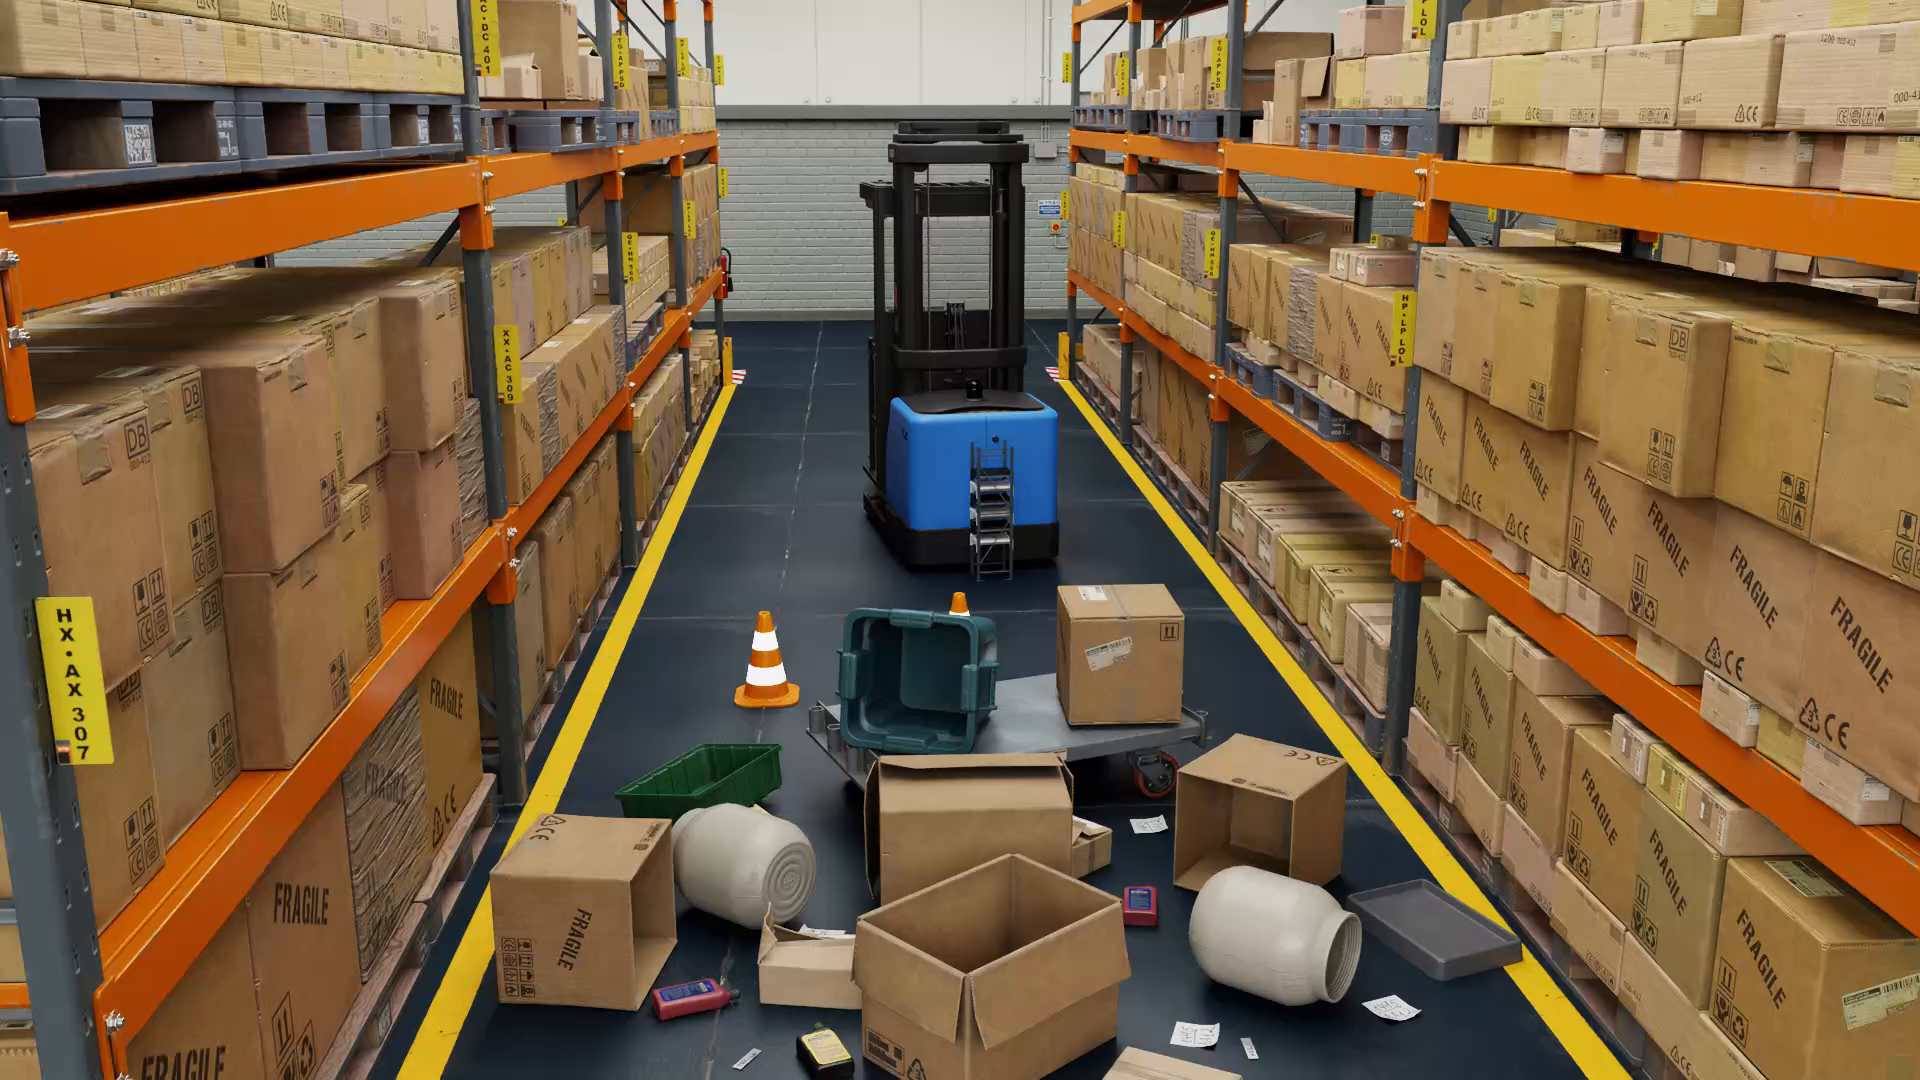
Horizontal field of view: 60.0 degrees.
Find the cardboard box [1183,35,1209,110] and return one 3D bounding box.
[{"bbox_3d":[1.991,-3.311,11.812,0.700,0.500,0.500,-2,15,-6],"label":"cardboard box"}]

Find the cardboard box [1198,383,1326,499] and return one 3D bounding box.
[{"bbox_3d":[2.282,-0.711,12.190,0.875,0.875,0.875,-1,14,-4],"label":"cardboard box"}]

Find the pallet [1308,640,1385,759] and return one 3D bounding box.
[{"bbox_3d":[2.440,0.788,8.539,1.003,0.211,1.213,-1,14,-3],"label":"pallet"}]

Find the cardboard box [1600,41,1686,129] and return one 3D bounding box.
[{"bbox_3d":[2.336,-1.401,5.134,0.500,0.250,0.500,-1,14,-3],"label":"cardboard box"}]

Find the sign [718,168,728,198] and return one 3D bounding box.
[{"bbox_3d":[-2.633,-3.969,18.474,0.100,0.325,0.005,-1,14,-3],"label":"sign"}]

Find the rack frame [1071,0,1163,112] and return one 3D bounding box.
[{"bbox_3d":[1.746,-6.258,18.291,1.000,3.000,0.127,-1,14,-3],"label":"rack frame"}]

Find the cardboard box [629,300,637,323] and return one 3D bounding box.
[{"bbox_3d":[-2.571,-1.659,12.115,0.380,0.149,0.250,0,14,-1],"label":"cardboard box"}]

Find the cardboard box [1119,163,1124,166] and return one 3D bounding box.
[{"bbox_3d":[1.968,-4.114,18.485,0.380,0.149,0.250,-1,14,-3],"label":"cardboard box"}]

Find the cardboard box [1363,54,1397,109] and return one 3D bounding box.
[{"bbox_3d":[2.282,-2.221,8.077,0.500,0.250,0.500,-1,14,-3],"label":"cardboard box"}]

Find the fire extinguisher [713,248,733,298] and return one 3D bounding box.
[{"bbox_3d":[-2.743,-3.103,18.971,0.296,0.674,0.183,-1,14,-3],"label":"fire extinguisher"}]

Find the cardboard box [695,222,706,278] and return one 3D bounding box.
[{"bbox_3d":[-2.753,-2.825,16.188,0.500,0.500,0.500,-1,14,-5],"label":"cardboard box"}]

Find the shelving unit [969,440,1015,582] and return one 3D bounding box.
[{"bbox_3d":[0.209,-0.192,10.968,0.258,0.900,0.210,-3,15,-11],"label":"shelving unit"}]

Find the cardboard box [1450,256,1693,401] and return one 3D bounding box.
[{"bbox_3d":[2.310,-0.805,6.332,0.700,0.500,0.500,-1,14,-3],"label":"cardboard box"}]

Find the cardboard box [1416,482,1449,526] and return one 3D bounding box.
[{"bbox_3d":[2.189,-0.164,7.147,0.380,0.149,0.250,-1,14,-4],"label":"cardboard box"}]

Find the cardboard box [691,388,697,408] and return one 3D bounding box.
[{"bbox_3d":[-2.644,-1.318,15.413,0.380,0.149,0.250,0,14,-1],"label":"cardboard box"}]

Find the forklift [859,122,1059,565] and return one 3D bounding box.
[{"bbox_3d":[-0.127,-1.573,12.259,1.130,2.935,3.031,-3,15,-11],"label":"forklift"}]

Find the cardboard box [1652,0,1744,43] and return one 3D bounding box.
[{"bbox_3d":[2.293,-1.551,4.920,0.380,0.149,0.250,-1,14,-2],"label":"cardboard box"}]

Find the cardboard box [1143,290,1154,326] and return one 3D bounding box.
[{"bbox_3d":[1.807,-1.916,13.753,0.500,0.250,0.500,-1,14,-4],"label":"cardboard box"}]

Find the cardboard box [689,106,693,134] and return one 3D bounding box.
[{"bbox_3d":[-2.746,-3.880,15.369,0.500,0.250,0.500,-1,14,-4],"label":"cardboard box"}]

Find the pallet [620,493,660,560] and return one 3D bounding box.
[{"bbox_3d":[-2.740,-0.106,12.014,1.003,0.211,1.213,-1,14,-3],"label":"pallet"}]

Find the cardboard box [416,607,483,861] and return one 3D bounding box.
[{"bbox_3d":[-2.476,0.716,6.645,0.875,0.875,0.875,-1,14,-3],"label":"cardboard box"}]

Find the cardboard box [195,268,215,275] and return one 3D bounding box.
[{"bbox_3d":[-7.751,-2.773,16.487,0.500,0.250,0.500,-1,14,-3],"label":"cardboard box"}]

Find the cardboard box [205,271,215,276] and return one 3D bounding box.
[{"bbox_3d":[-7.700,-2.615,16.673,0.380,0.149,0.250,-1,14,-2],"label":"cardboard box"}]

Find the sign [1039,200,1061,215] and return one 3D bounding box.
[{"bbox_3d":[1.321,-4.900,24.510,0.327,0.218,0.001,-1,14,-3],"label":"sign"}]

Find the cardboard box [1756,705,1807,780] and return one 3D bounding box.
[{"bbox_3d":[2.380,0.533,4.440,0.380,0.149,0.250,-1,14,-4],"label":"cardboard box"}]

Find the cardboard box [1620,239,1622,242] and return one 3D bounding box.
[{"bbox_3d":[7.082,-3.010,17.410,0.500,0.250,0.500,-1,14,-4],"label":"cardboard box"}]

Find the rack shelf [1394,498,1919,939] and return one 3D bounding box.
[{"bbox_3d":[2.613,0.477,5.595,1.077,0.370,4.000,-1,14,-3],"label":"rack shelf"}]

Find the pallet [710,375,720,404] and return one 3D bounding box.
[{"bbox_3d":[-3.169,-1.679,18.130,1.003,0.211,1.213,-1,14,-3],"label":"pallet"}]

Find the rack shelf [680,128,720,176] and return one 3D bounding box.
[{"bbox_3d":[-3.064,-3.858,16.426,1.077,0.370,4.000,-1,14,-3],"label":"rack shelf"}]

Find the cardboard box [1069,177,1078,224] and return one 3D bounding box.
[{"bbox_3d":[1.491,-3.762,18.420,0.500,0.500,0.500,-1,14,-5],"label":"cardboard box"}]

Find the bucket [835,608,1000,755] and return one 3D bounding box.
[{"bbox_3d":[-0.135,0.580,7.270,0.726,0.611,0.620,4,5,16],"label":"bucket"}]

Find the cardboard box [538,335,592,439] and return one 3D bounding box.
[{"bbox_3d":[-2.300,-0.827,9.018,0.500,0.500,0.500,-1,14,-3],"label":"cardboard box"}]

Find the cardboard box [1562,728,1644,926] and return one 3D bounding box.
[{"bbox_3d":[2.367,0.941,5.521,0.500,0.500,0.500,-1,14,-5],"label":"cardboard box"}]

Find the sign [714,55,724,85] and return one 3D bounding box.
[{"bbox_3d":[-2.633,-5.136,18.173,0.100,0.325,0.005,-1,14,-3],"label":"sign"}]

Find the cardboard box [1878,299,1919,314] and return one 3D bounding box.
[{"bbox_3d":[6.772,-1.680,12.198,0.380,0.149,0.250,-1,14,-2],"label":"cardboard box"}]

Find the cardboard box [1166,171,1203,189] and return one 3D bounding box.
[{"bbox_3d":[2.143,-3.414,15.766,0.380,0.149,0.250,-1,14,-4],"label":"cardboard box"}]

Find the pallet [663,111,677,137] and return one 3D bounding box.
[{"bbox_3d":[-3.009,-3.463,13.824,1.213,0.211,1.003,-1,14,-3],"label":"pallet"}]

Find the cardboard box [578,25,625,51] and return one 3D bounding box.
[{"bbox_3d":[-2.475,-3.367,11.335,0.396,0.266,0.258,-1,14,-3],"label":"cardboard box"}]

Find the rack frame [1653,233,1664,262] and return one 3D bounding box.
[{"bbox_3d":[6.948,-2.436,15.473,1.000,3.000,0.127,-1,14,-3],"label":"rack frame"}]

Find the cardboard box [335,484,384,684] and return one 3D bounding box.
[{"bbox_3d":[-2.305,0.155,5.104,0.875,0.550,0.500,-1,14,-3],"label":"cardboard box"}]

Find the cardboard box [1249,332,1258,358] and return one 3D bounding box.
[{"bbox_3d":[2.031,-1.222,10.417,0.380,0.149,0.250,-2,15,-7],"label":"cardboard box"}]

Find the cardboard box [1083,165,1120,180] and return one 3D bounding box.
[{"bbox_3d":[1.515,-3.912,17.700,0.380,0.149,0.250,-1,14,-5],"label":"cardboard box"}]

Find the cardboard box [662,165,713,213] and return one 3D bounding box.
[{"bbox_3d":[-2.880,-3.692,17.552,0.500,0.500,0.500,-1,14,-5],"label":"cardboard box"}]

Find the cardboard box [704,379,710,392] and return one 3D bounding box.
[{"bbox_3d":[-2.797,-1.625,17.201,0.380,0.149,0.250,-1,14,-2],"label":"cardboard box"}]

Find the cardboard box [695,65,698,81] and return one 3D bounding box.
[{"bbox_3d":[-2.827,-4.670,16.633,0.380,0.149,0.250,-1,14,-2],"label":"cardboard box"}]

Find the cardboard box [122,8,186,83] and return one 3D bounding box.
[{"bbox_3d":[-1.930,-1.071,3.610,0.380,0.149,0.250,-1,14,-3],"label":"cardboard box"}]

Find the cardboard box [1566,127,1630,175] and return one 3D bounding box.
[{"bbox_3d":[2.256,-1.296,5.529,0.380,0.149,0.250,-1,14,-5],"label":"cardboard box"}]

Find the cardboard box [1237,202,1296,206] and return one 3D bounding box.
[{"bbox_3d":[2.370,-2.400,13.128,0.500,0.500,0.500,-1,14,-3],"label":"cardboard box"}]

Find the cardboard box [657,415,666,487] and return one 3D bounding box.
[{"bbox_3d":[-2.553,-0.687,12.851,0.500,0.500,0.500,-1,14,-5],"label":"cardboard box"}]

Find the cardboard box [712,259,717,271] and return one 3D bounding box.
[{"bbox_3d":[-2.886,-3.053,18.377,0.380,0.149,0.250,-1,14,-3],"label":"cardboard box"}]

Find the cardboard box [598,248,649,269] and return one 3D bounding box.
[{"bbox_3d":[-2.641,-2.205,13.046,0.380,0.149,0.250,-2,15,-6],"label":"cardboard box"}]

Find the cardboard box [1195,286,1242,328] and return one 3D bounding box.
[{"bbox_3d":[1.958,-1.649,11.715,0.500,0.250,0.500,-1,14,-4],"label":"cardboard box"}]

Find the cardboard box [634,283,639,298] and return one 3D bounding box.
[{"bbox_3d":[-2.591,-1.869,12.336,0.380,0.149,0.250,-1,14,-3],"label":"cardboard box"}]

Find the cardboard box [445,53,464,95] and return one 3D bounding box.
[{"bbox_3d":[-2.103,-1.764,6.304,0.380,0.149,0.250,-1,14,-4],"label":"cardboard box"}]

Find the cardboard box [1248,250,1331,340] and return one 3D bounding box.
[{"bbox_3d":[2.078,-1.514,10.251,0.500,0.500,0.500,0,14,-1],"label":"cardboard box"}]
